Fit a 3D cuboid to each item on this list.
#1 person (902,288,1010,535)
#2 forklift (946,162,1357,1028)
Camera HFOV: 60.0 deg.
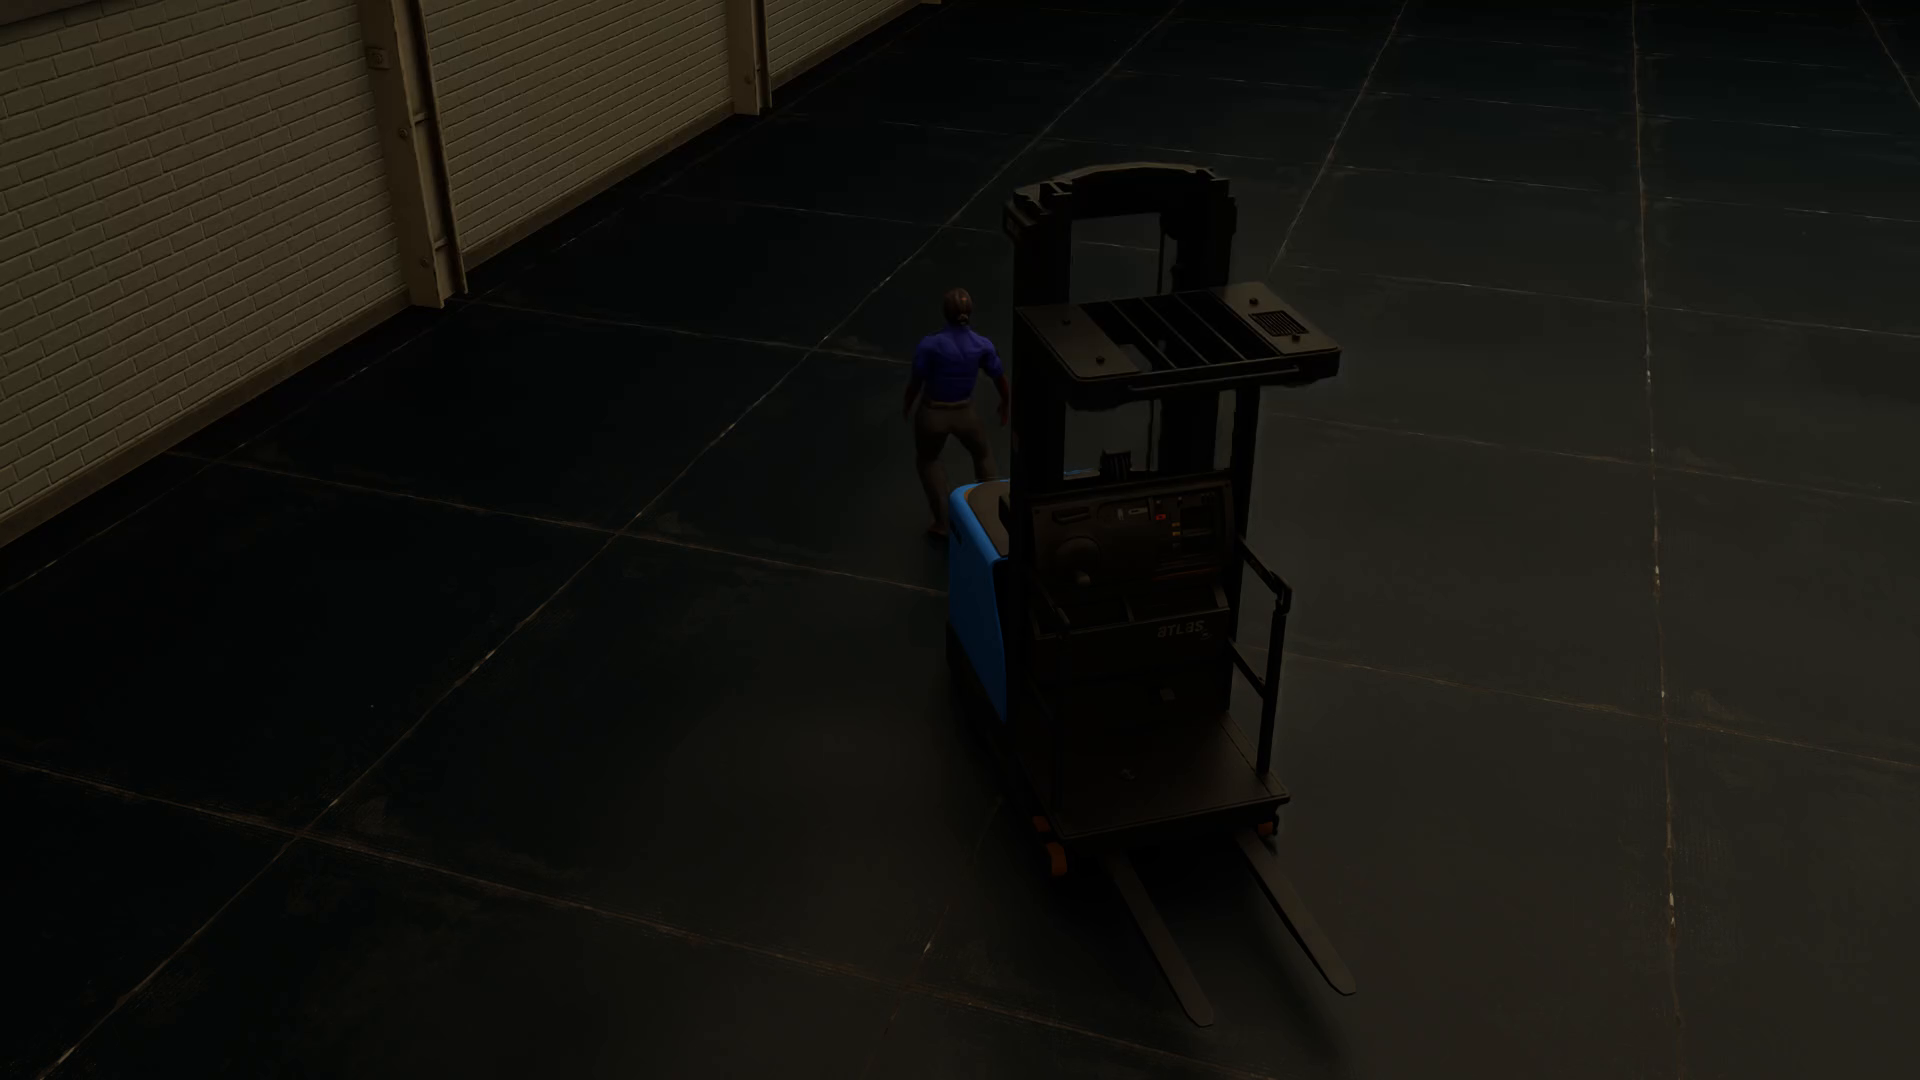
[{"bbox_3d":[0.000,-0.764,9.821,0.671,1.601,0.449,-5,30,-9],"label":"person"},{"bbox_3d":[0.822,0.022,7.099,1.130,2.935,3.031,-8,31,-14],"label":"forklift"}]
